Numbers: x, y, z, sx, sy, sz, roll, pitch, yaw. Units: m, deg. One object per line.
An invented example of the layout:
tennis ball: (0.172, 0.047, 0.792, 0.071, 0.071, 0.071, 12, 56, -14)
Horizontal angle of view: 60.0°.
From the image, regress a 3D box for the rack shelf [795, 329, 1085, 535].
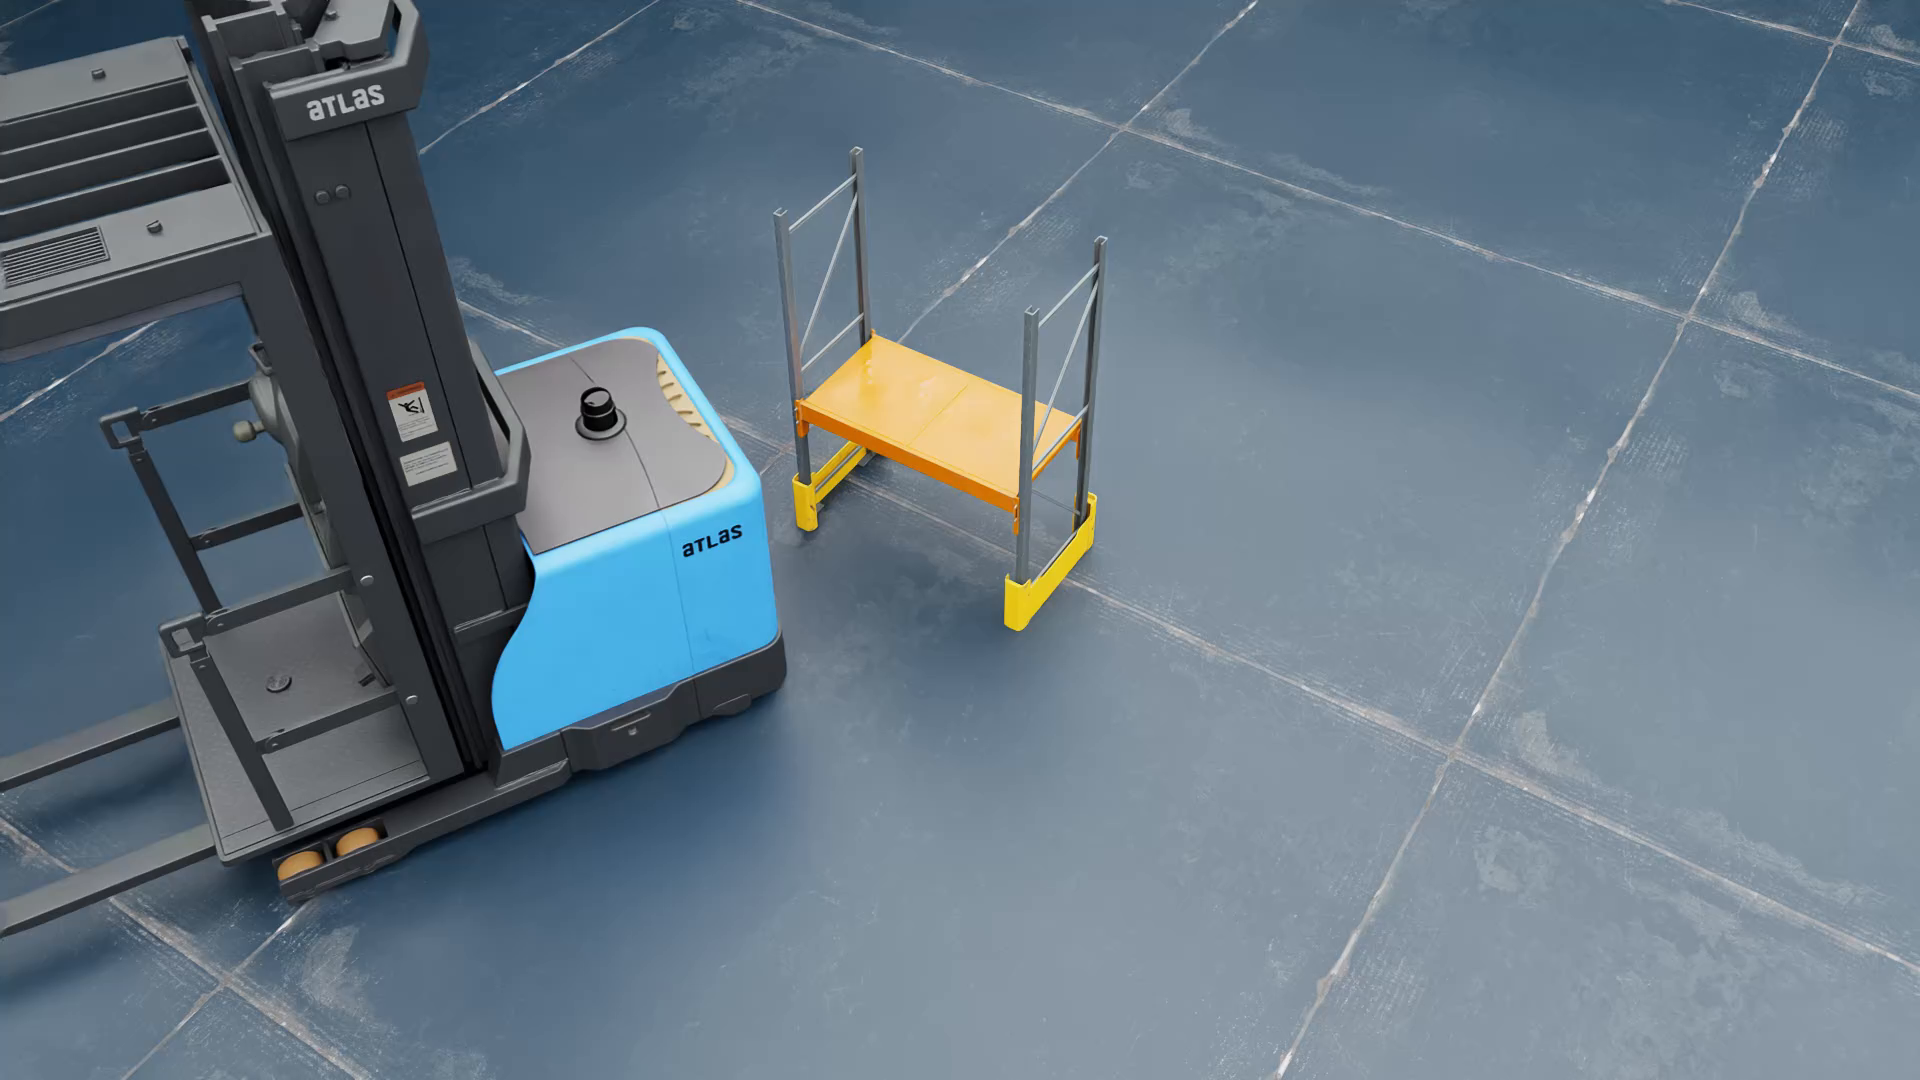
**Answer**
rack shelf: (-0.072, -0.430, 6.373, 1.000, 0.185, 0.538, 25, 51, 22)

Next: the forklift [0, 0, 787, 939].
forklift: (-2.184, -0.255, 4.954, 3.031, 2.935, 1.130, -22, 50, -20)

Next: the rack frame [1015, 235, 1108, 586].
rack frame: (0.356, -0.359, 6.053, 0.032, 1.500, 0.500, 25, 51, 22)

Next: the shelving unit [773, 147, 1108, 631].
shelving unit: (-0.064, -0.552, 6.241, 1.083, 1.500, 0.587, 25, 51, 22)

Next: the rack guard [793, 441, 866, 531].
rack guard: (-0.483, -0.309, 6.876, 0.087, 0.250, 0.587, 25, 51, 22)

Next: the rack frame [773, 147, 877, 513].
rack frame: (-0.500, -0.753, 6.435, 0.032, 1.500, 0.500, 25, 51, 22)

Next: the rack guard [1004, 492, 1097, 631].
rack guard: (0.355, 0.076, 6.502, 0.087, 0.250, 0.587, 25, 51, 22)
